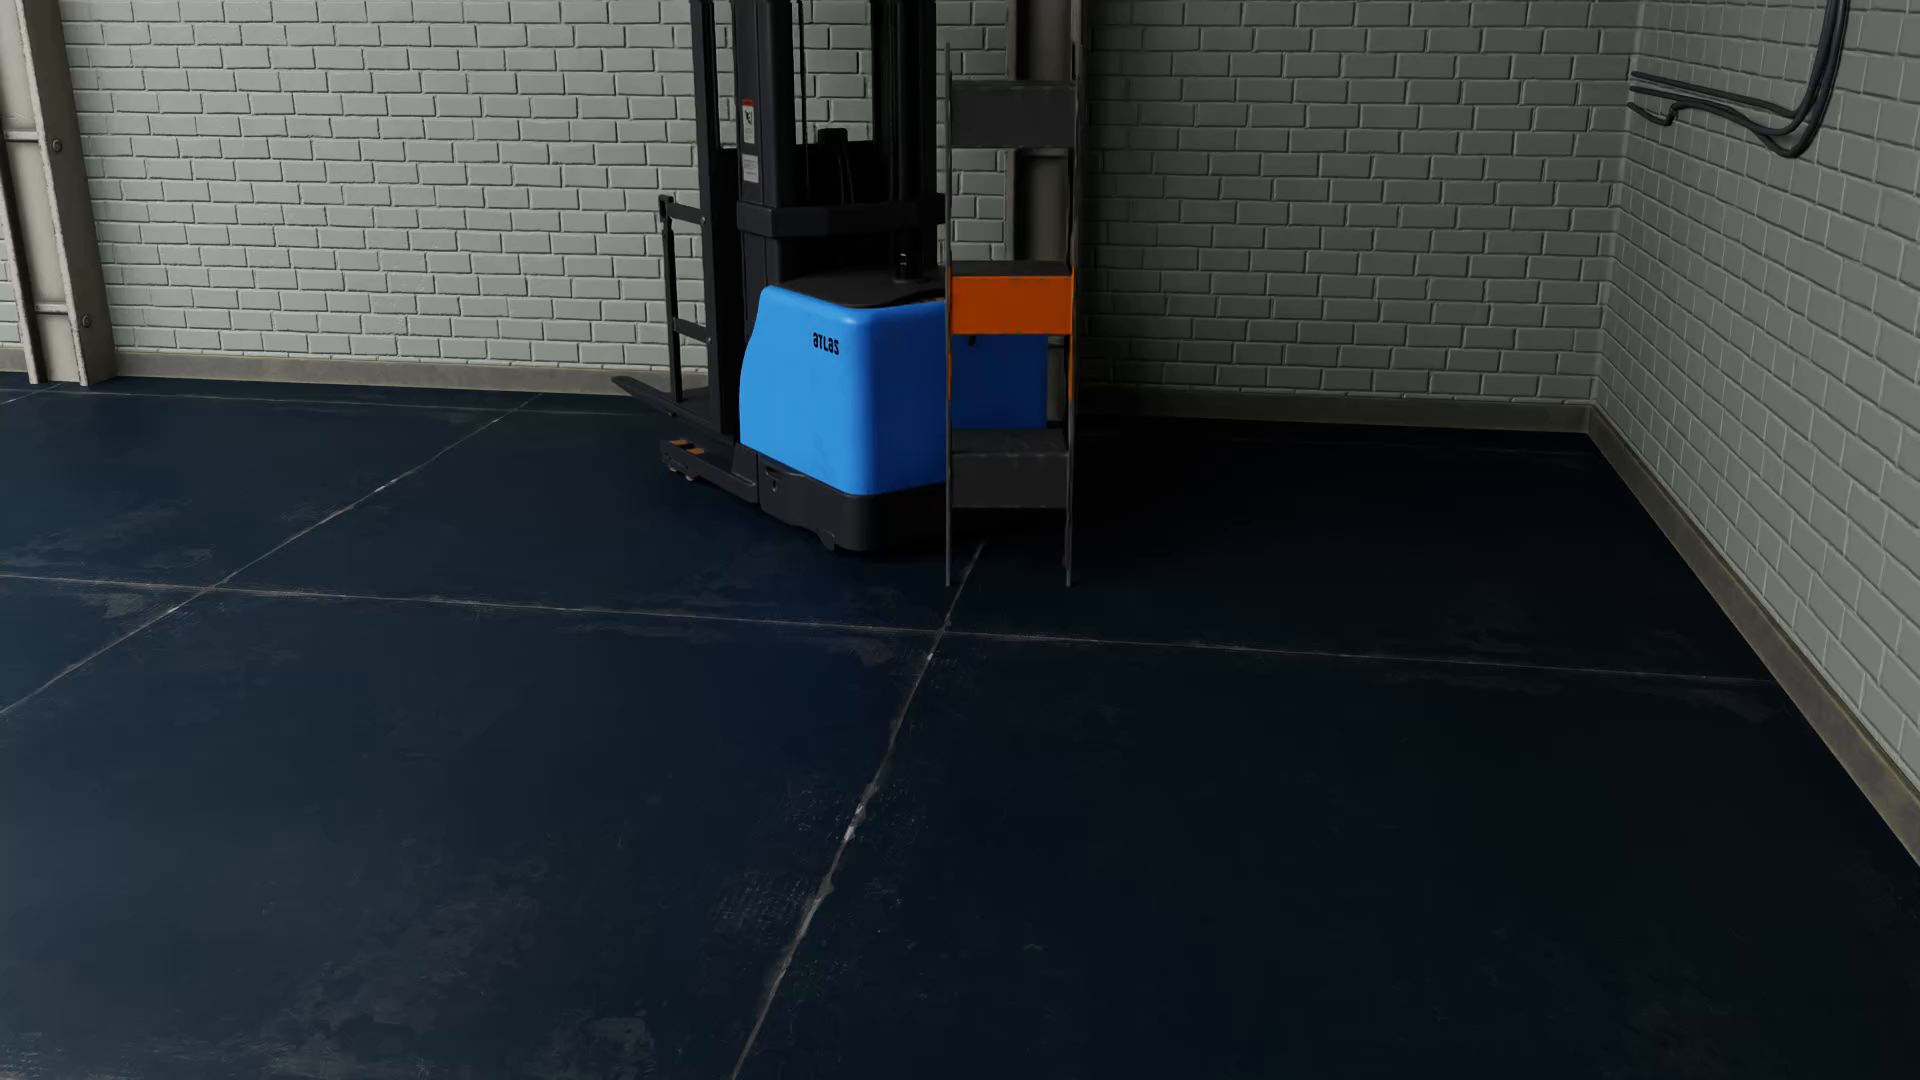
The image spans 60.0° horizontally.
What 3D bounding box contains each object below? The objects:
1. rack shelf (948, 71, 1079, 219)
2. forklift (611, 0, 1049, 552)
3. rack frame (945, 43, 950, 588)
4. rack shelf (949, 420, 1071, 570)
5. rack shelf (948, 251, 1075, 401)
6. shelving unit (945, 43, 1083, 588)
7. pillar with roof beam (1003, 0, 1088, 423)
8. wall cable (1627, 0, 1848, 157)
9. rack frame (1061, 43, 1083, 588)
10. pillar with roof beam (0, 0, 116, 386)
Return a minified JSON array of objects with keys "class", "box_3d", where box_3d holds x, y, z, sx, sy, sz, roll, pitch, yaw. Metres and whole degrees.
[{"class":"rack shelf","box_3d":[0.196,-1.517,6.365,0.480,0.518,0.431,0,19,0]},{"class":"forklift","box_3d":[-0.839,-1.751,7.918,1.130,2.935,3.031,-12,22,-32]},{"class":"rack frame","box_3d":[-0.048,-0.866,6.582,0.015,2.100,0.400,0,19,0]},{"class":"rack shelf","box_3d":[0.196,-0.189,6.809,0.480,0.518,0.431,0,19,0]},{"class":"rack shelf","box_3d":[0.196,-0.853,6.587,0.480,0.518,0.431,0,19,0]},{"class":"shelving unit","box_3d":[0.196,-0.866,6.583,0.503,2.100,0.431,0,19,0]},{"class":"pillar with roof beam","box_3d":[-0.228,-3.612,3.917,0.400,9.000,9.100,3,19,9]},{"class":"wall cable","box_3d":[3.154,-2.926,6.759,0.112,2.526,3.097,3,19,9]},{"class":"rack frame","box_3d":[0.440,-0.866,6.583,0.015,2.100,0.400,0,19,0]},{"class":"pillar with roof beam","box_3d":[-6.152,-3.914,4.819,0.400,9.000,9.100,3,19,9]}]
